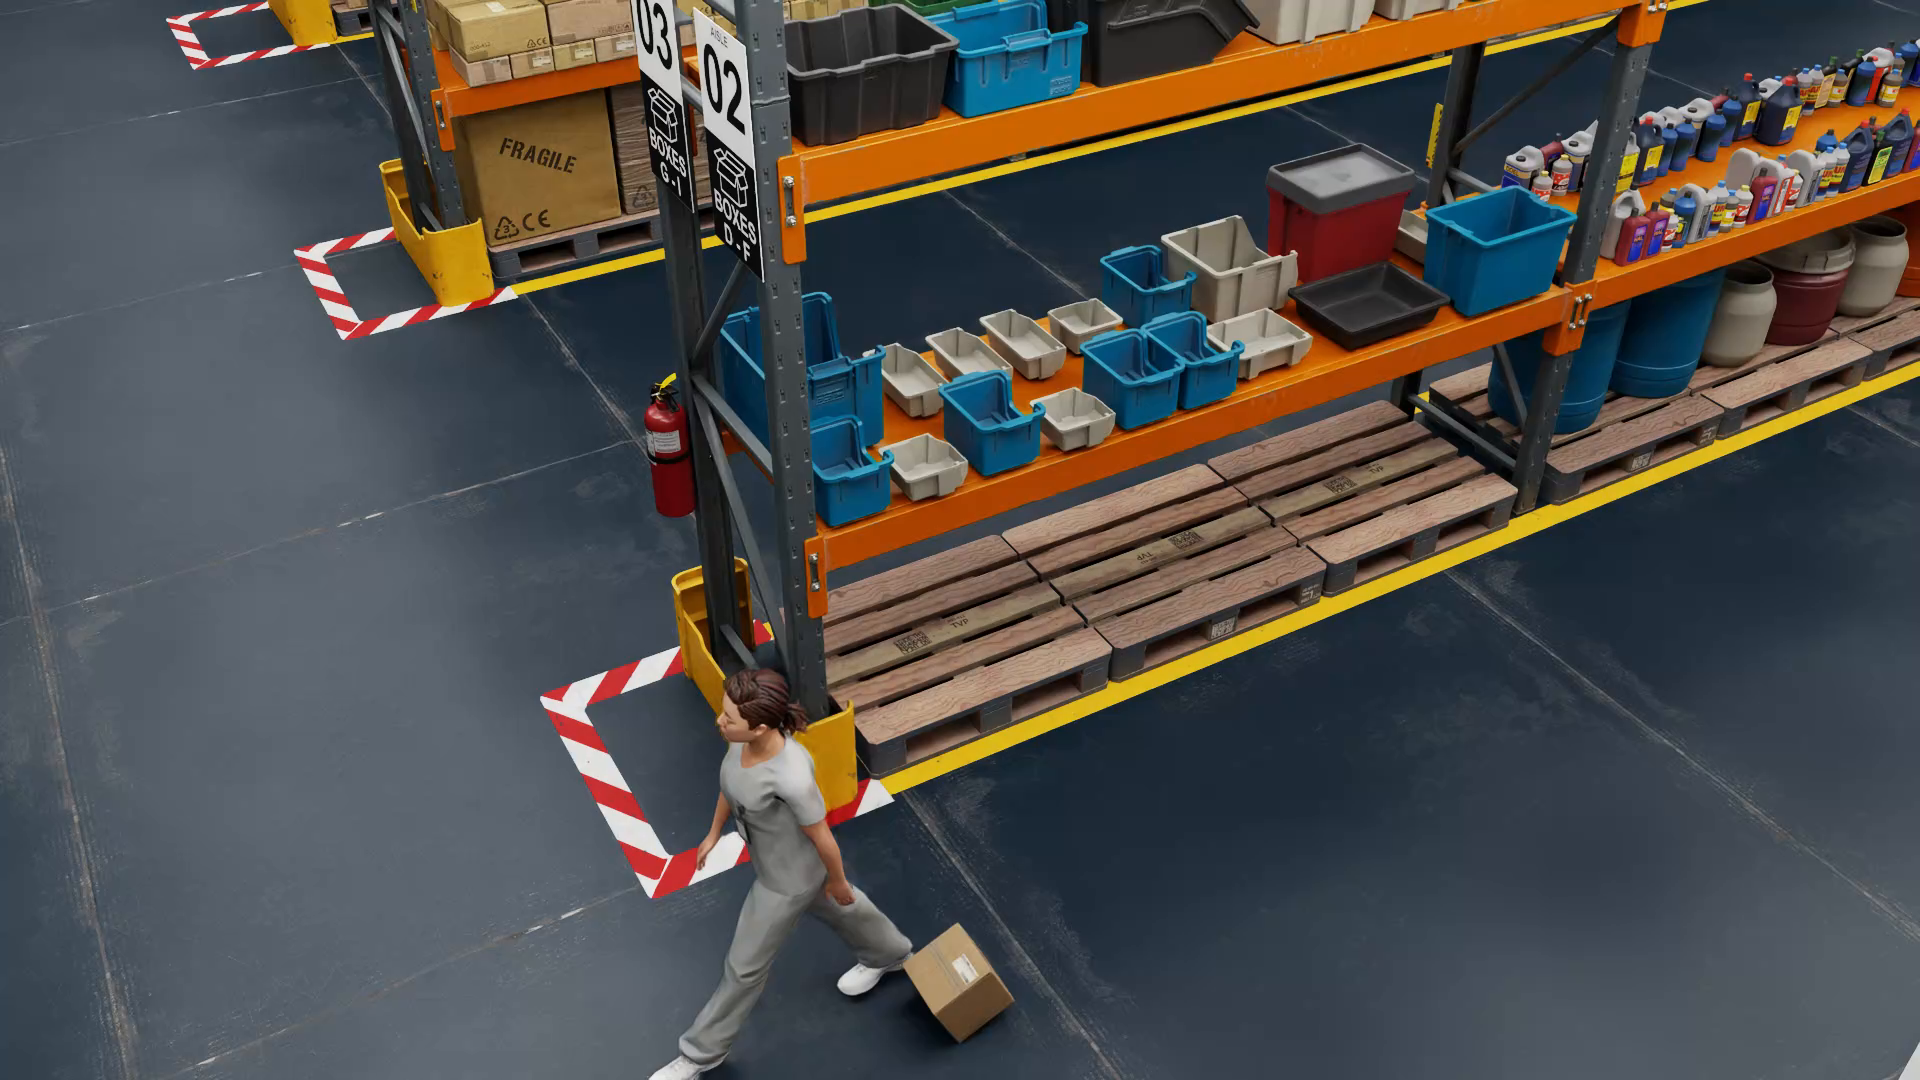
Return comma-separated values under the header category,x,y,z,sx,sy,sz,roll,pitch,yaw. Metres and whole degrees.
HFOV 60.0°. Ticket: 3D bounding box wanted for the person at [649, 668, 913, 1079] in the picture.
category,x,y,z,sx,sy,sz,roll,pitch,yaw
person,-0.656,1.052,5.524,1.053,1.597,0.453,-15,40,-19
